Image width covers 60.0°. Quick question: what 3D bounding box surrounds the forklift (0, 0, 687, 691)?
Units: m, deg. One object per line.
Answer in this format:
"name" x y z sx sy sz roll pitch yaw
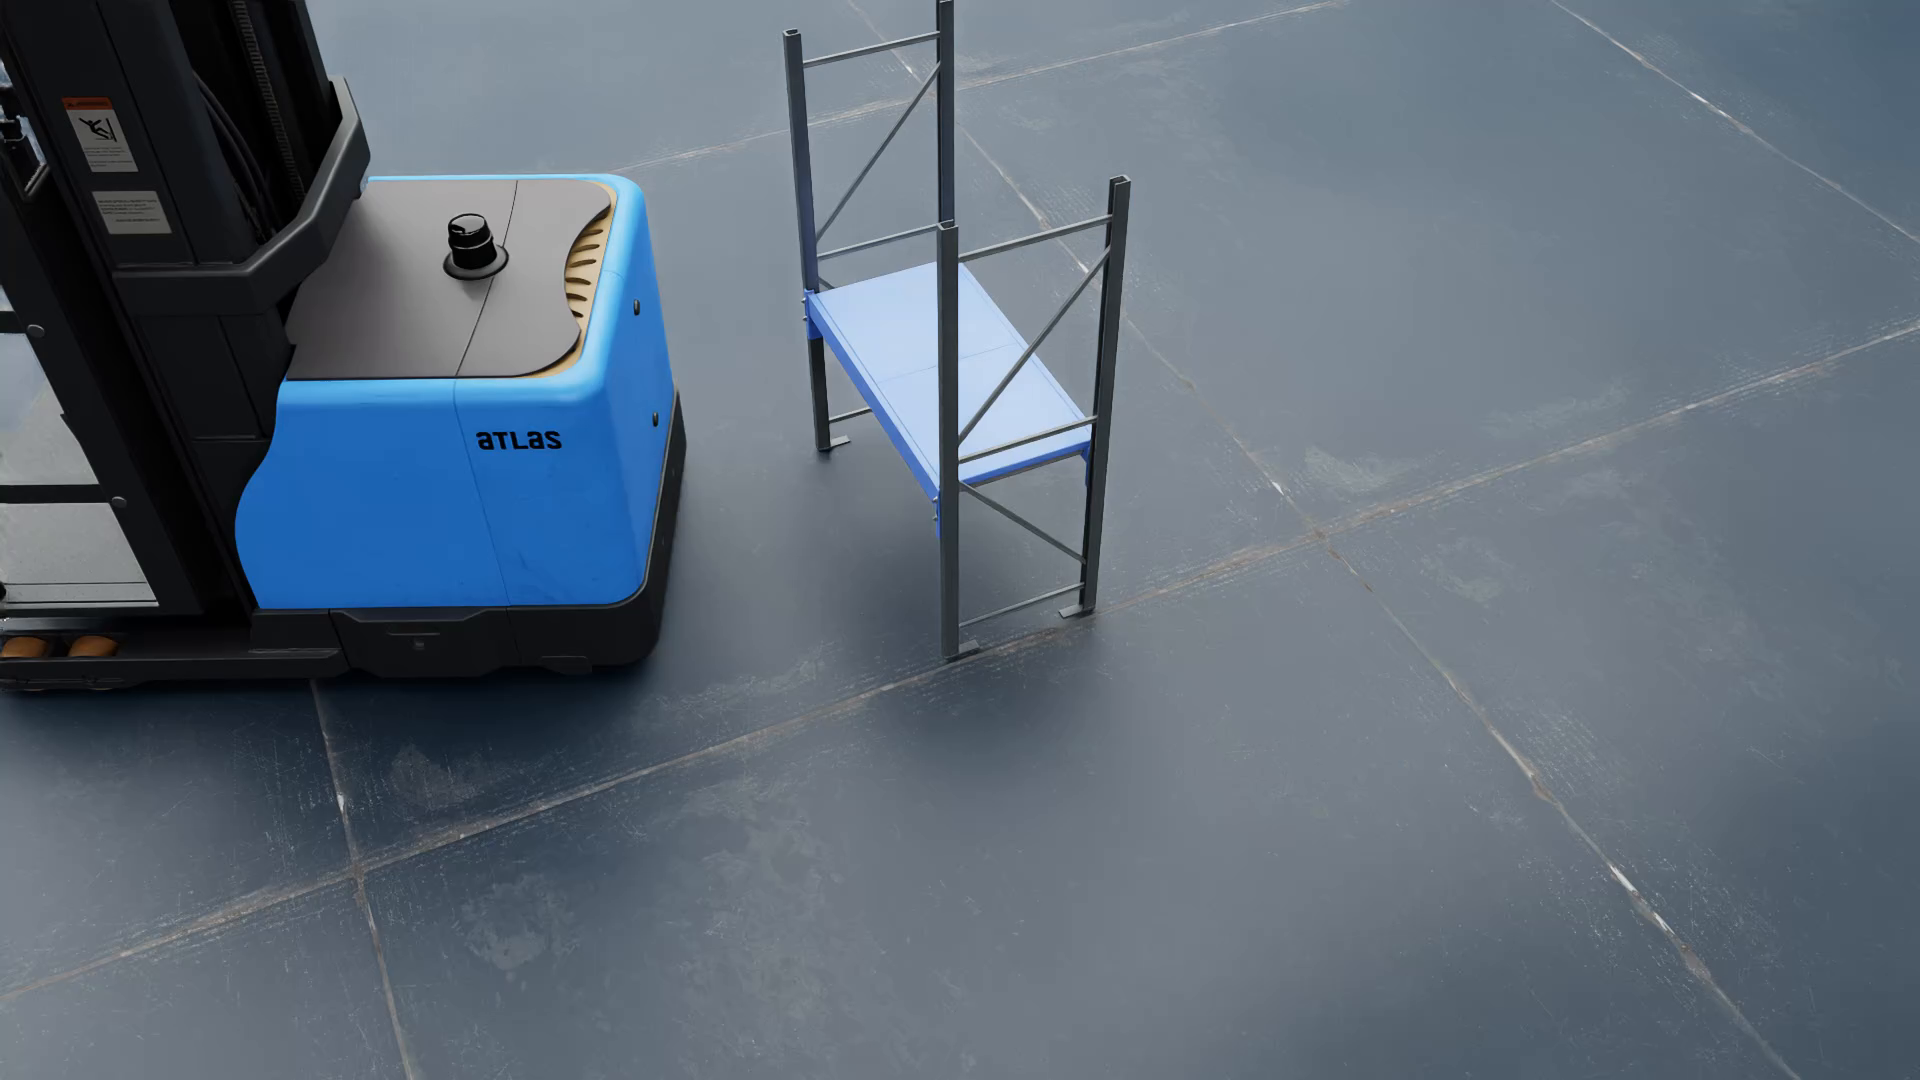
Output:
"forklift" -2.404 -0.983 4.160 3.031 2.935 1.130 -1 45 -1

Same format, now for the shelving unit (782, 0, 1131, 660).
"shelving unit" -0.036 -0.588 4.778 0.538 1.500 1.048 -18 47 -17

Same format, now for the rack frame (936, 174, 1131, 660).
"rack frame" 0.178 -0.264 4.450 0.500 1.500 0.032 -18 47 -17

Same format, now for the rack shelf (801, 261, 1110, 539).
"rack shelf" -0.036 -0.460 4.905 0.538 0.185 1.000 -18 47 -17

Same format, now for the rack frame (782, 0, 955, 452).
"rack frame" -0.250 -0.912 5.107 0.500 1.500 0.032 -18 47 -17
